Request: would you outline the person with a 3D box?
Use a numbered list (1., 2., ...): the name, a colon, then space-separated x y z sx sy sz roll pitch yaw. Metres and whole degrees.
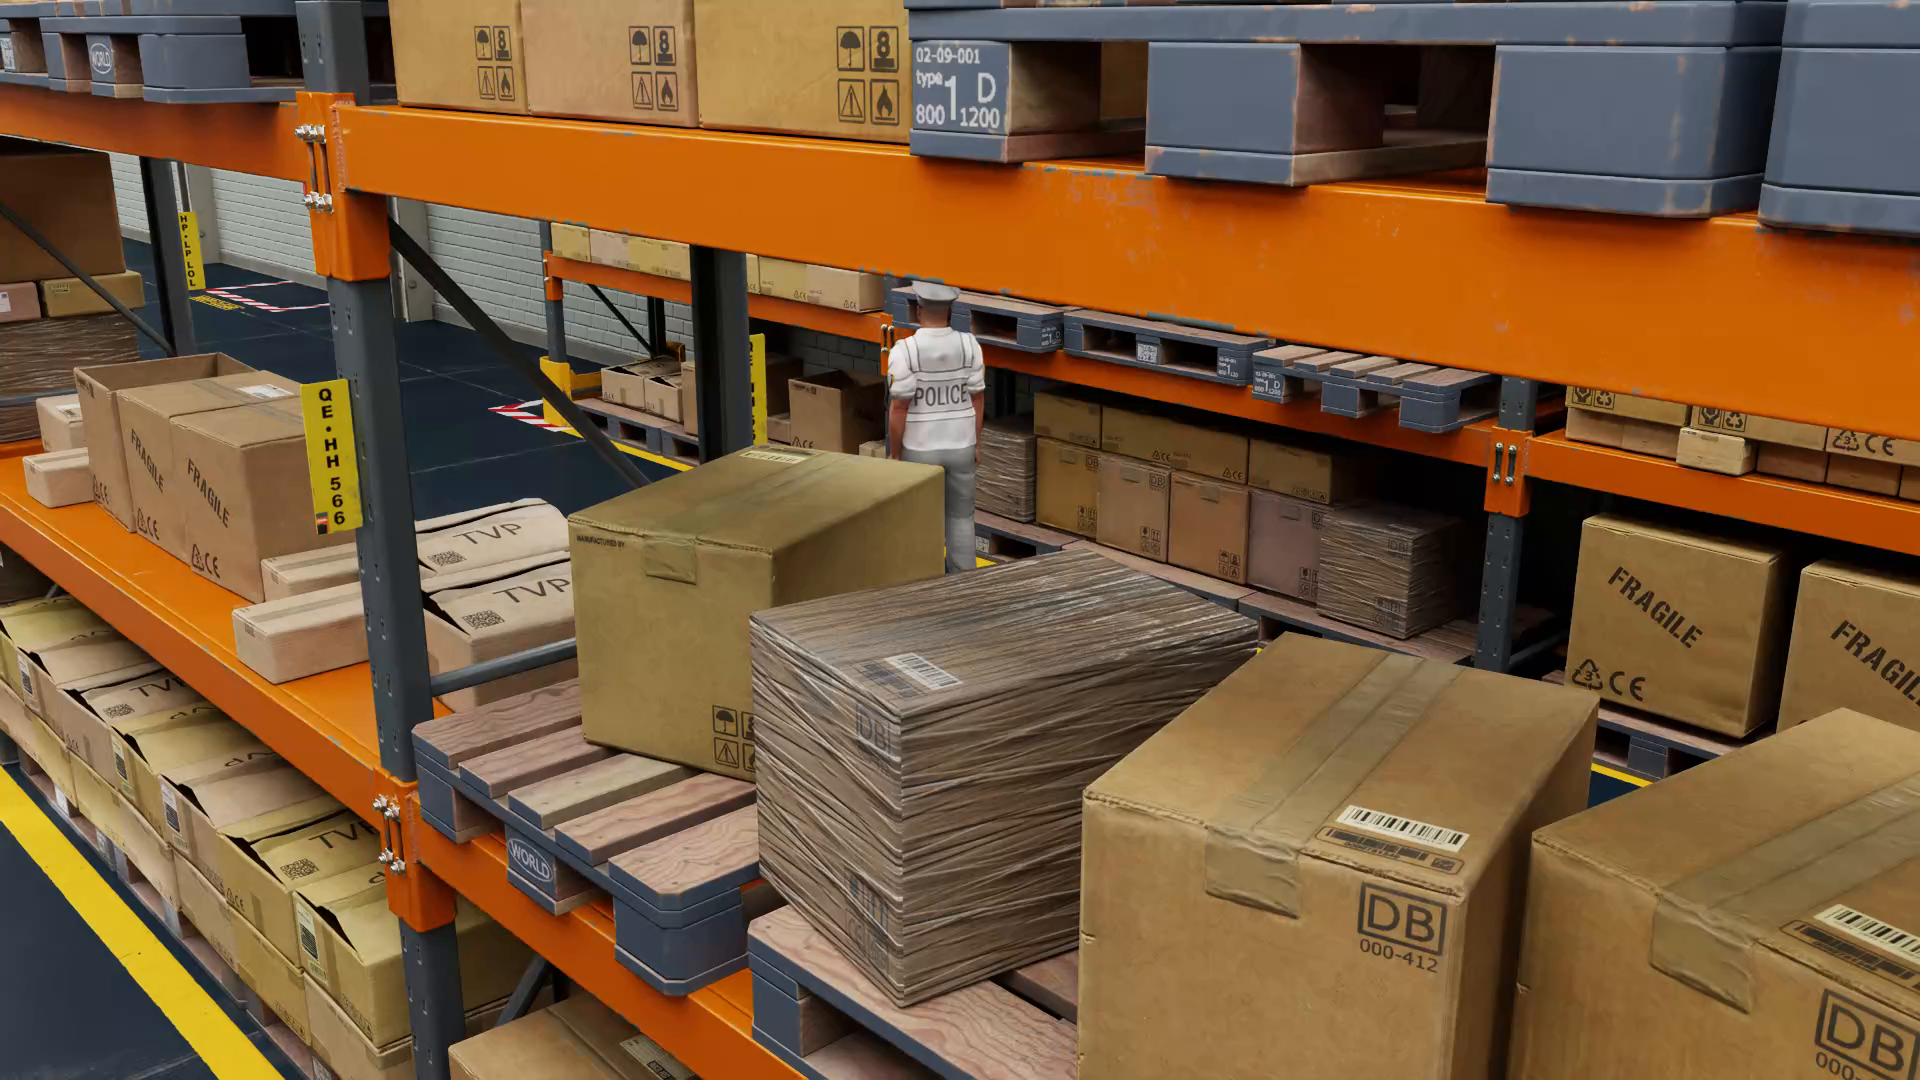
1. person: -0.139 -0.478 8.551 0.518 1.771 0.401 -7 18 -21
